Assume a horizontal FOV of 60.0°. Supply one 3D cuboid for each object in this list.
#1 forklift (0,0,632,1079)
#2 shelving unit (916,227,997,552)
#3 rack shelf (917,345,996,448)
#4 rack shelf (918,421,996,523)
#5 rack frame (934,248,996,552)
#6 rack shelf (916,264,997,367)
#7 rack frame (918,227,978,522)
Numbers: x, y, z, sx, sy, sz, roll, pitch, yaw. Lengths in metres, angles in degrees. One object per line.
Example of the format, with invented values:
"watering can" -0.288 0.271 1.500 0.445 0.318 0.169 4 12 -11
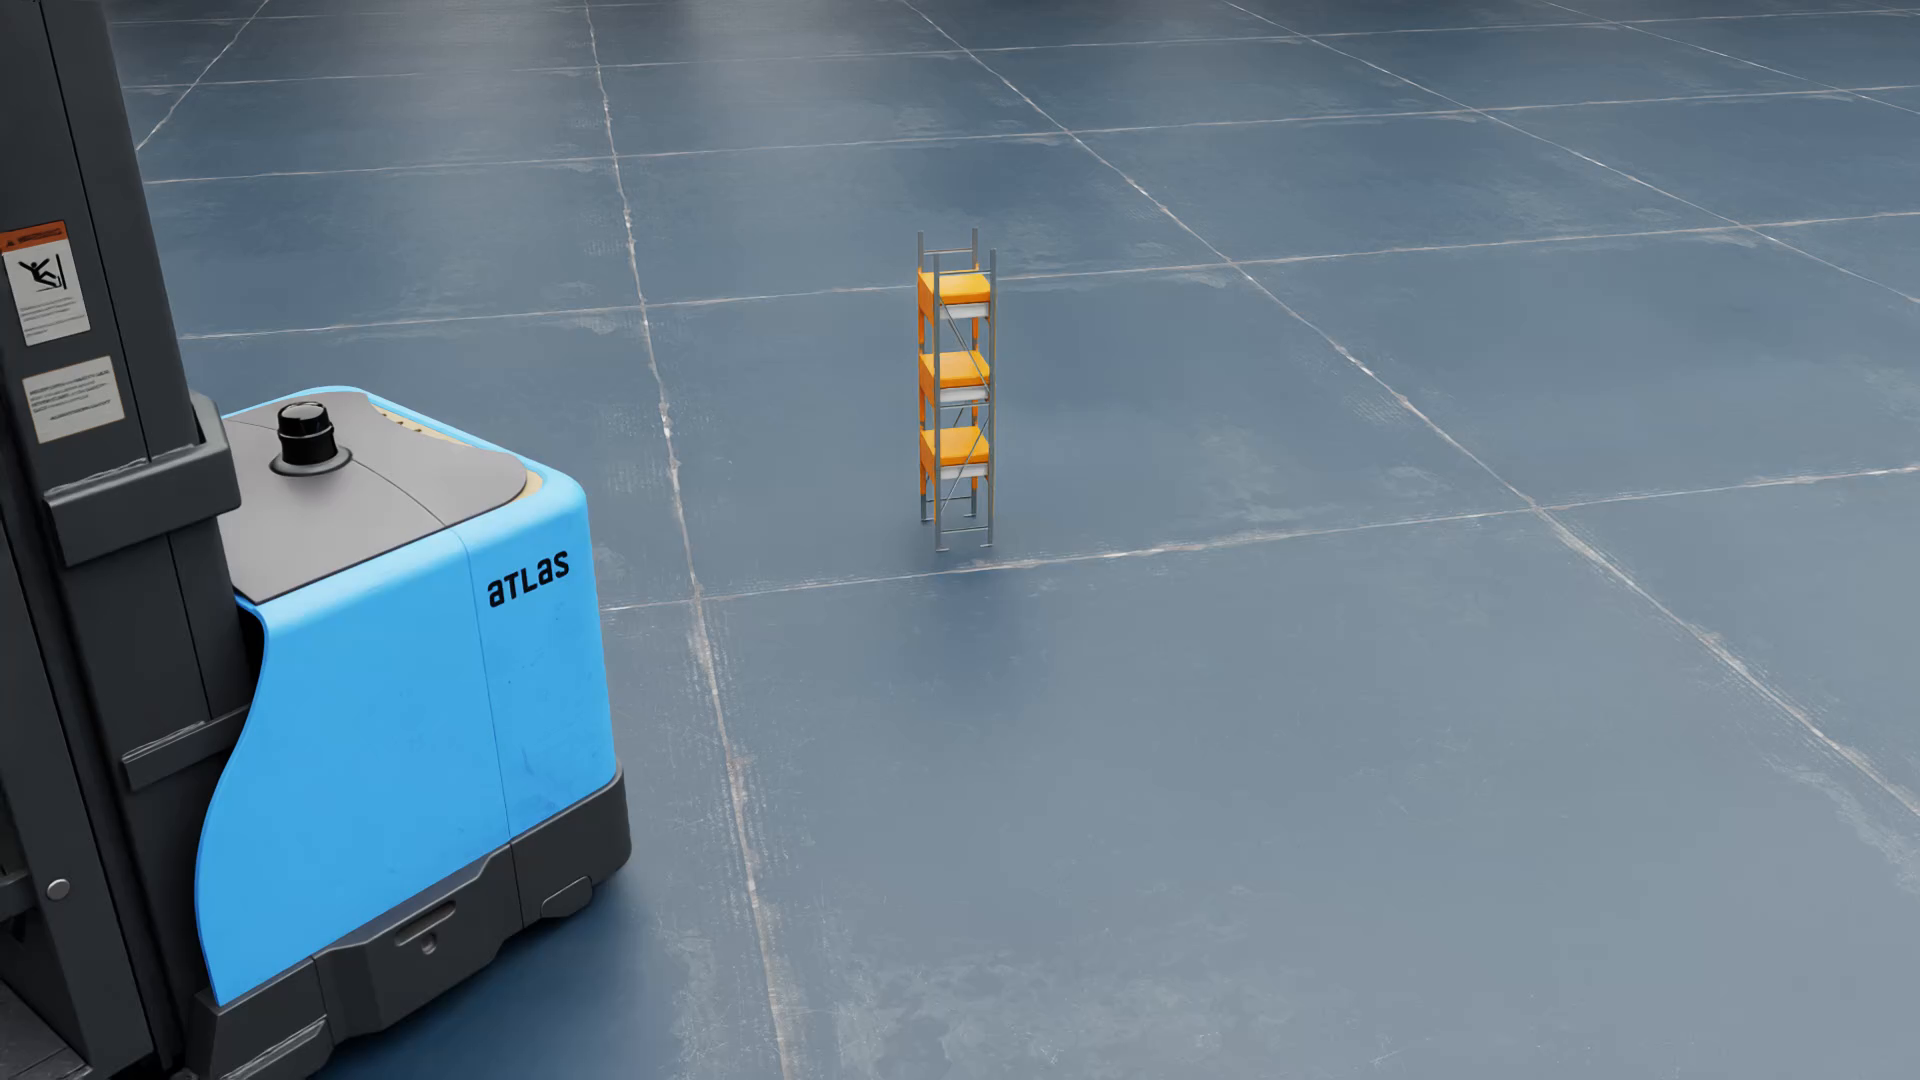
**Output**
"forklift" -2.129 -0.106 2.707 1.130 2.935 3.031 20 33 35
"shelving unit" -0.012 -0.492 5.560 0.215 1.050 0.252 -6 27 -12
"rack shelf" -0.012 -0.483 5.565 0.215 0.259 0.240 -6 27 -12
"rack shelf" -0.012 -0.235 5.690 0.215 0.259 0.240 -6 27 -12
"rack frame" 0.015 -0.439 5.454 0.200 1.050 0.008 -6 27 -12
"rack shelf" -0.012 -0.736 5.437 0.215 0.259 0.240 -6 27 -12
"rack frame" -0.040 -0.546 5.666 0.200 1.050 0.008 -6 27 -12
